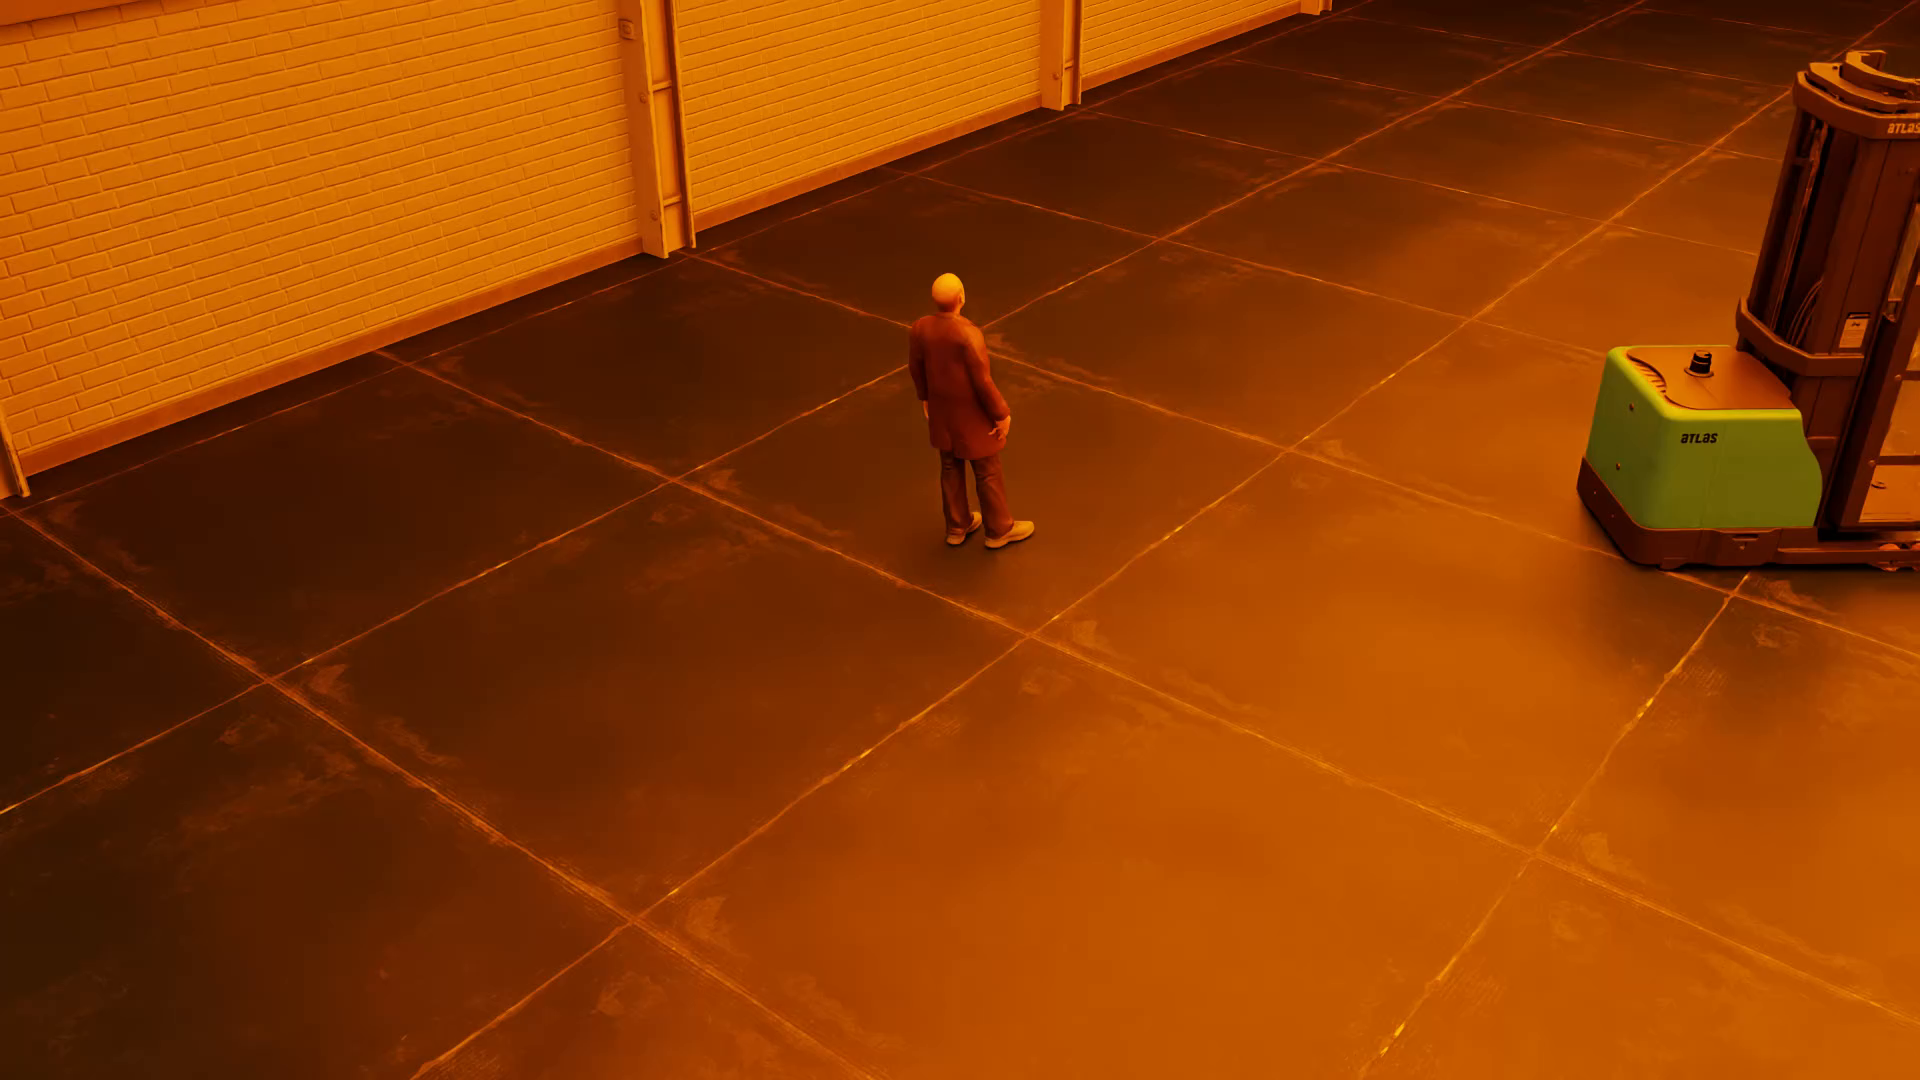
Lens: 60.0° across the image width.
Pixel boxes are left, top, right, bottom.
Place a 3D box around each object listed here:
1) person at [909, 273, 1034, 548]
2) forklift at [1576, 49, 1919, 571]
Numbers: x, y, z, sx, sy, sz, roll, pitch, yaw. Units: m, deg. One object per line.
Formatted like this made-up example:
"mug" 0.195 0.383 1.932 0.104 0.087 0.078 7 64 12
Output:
"person" 0.061 -0.808 10.106 0.696 1.776 0.582 22 37 33
"forklift" 5.578 -1.342 9.892 3.031 2.935 1.130 -1 30 -2
